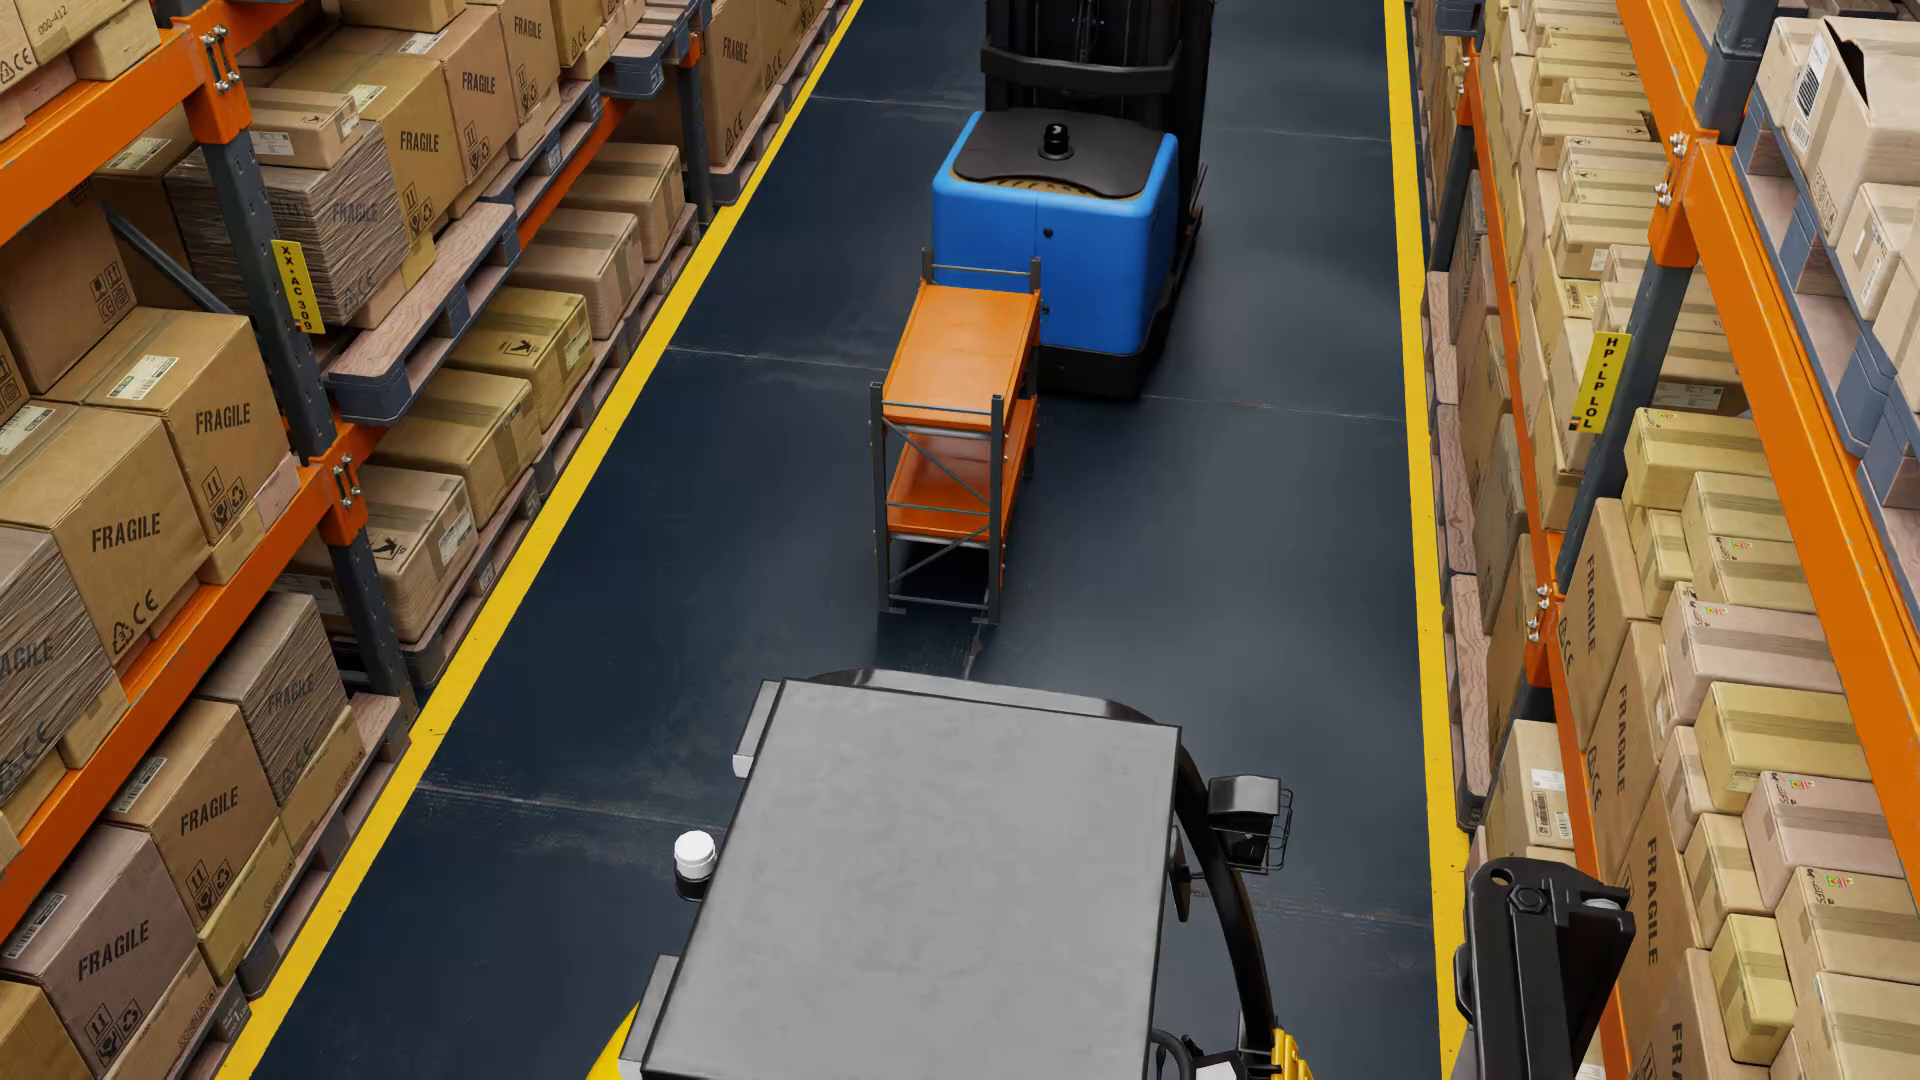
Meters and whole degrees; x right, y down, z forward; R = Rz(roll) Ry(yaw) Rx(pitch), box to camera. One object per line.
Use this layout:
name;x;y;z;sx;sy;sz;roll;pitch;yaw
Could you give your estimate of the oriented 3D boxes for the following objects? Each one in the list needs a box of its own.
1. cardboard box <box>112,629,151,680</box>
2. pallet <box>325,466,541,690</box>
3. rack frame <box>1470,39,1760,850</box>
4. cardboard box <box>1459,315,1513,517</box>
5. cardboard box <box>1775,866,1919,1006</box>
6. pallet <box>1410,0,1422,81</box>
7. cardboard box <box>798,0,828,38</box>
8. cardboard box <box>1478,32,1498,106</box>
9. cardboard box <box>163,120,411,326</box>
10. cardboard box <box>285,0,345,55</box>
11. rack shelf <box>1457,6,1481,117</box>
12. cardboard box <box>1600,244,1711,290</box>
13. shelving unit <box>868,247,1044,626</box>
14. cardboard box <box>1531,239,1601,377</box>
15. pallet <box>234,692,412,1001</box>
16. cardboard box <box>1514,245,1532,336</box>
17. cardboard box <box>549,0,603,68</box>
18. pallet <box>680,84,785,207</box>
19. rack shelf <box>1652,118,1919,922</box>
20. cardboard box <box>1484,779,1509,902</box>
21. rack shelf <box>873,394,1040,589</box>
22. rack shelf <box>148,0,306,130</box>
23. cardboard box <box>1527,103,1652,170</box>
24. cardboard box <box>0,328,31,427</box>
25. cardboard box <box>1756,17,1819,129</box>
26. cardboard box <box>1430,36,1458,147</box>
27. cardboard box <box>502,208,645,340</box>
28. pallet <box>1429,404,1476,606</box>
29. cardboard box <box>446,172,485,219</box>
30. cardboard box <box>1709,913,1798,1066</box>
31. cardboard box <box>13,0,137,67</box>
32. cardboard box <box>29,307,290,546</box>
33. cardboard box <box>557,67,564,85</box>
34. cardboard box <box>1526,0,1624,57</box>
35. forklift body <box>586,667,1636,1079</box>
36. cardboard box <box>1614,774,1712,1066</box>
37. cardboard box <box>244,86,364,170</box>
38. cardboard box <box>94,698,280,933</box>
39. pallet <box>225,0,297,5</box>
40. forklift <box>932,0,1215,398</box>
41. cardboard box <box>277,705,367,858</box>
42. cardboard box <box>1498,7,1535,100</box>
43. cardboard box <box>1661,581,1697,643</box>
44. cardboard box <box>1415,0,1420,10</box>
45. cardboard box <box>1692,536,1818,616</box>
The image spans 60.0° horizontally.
cardboard box;-2.564;0.294;4.738;0.380;0.149;0.250;6;40;7
pallet;-2.461;0.081;6.987;1.003;0.211;1.213;6;40;8
rack frame;2.296;0.040;4.848;1.000;3.000;0.127;6;40;8
cardboard box;2.645;-0.494;7.027;0.875;0.625;0.625;5;40;6
cardboard box;1.778;0.780;3.132;0.380;0.149;0.250;7;40;8
pallet;3.577;-3.392;11.187;1.003;0.211;1.213;6;40;8
cardboard box;-1.387;-3.903;10.955;0.875;0.875;0.875;7;40;9
cardboard box;2.670;-2.161;7.628;0.500;0.250;0.500;7;40;8
cardboard box;-2.230;-1.083;5.564;0.500;0.500;0.500;7;40;9
cardboard box;-2.560;-1.770;6.395;0.500;0.500;0.500;8;40;9
rack shelf;3.334;-3.449;9.632;1.077;0.370;4.000;6;40;8
cardboard box;2.257;-0.799;5.275;0.380;0.149;0.250;6;40;8
shelving unit;0.001;-0.438;6.897;0.538;1.125;1.048;6;40;8
cardboard box;2.211;-0.755;5.535;0.500;0.250;0.500;5;40;7
pallet;-2.675;0.995;5.881;1.003;0.211;1.213;6;40;8
cardboard box;2.323;-0.872;6.068;0.500;0.250;0.500;7;40;8
cardboard box;-1.871;-2.372;7.124;0.500;0.500;0.500;4;40;5
pallet;-1.691;-2.427;10.020;1.003;0.211;1.213;6;40;8
rack shelf;1.950;0.416;2.603;1.077;0.370;4.000;6;40;8
cardboard box;1.908;1.014;5.105;0.500;0.250;0.500;6;40;7
rack shelf;0.001;-0.249;7.053;0.538;0.278;1.000;6;40;8
rack shelf;-2.248;-2.639;6.299;1.077;0.370;4.000;6;40;8
cardboard box;2.298;-1.468;6.084;0.380;0.149;0.250;5;40;6
cardboard box;-2.993;-0.473;4.372;0.700;0.500;0.500;7;40;8
cardboard box;1.919;-0.972;3.506;0.380;0.149;0.250;7;40;9
cardboard box;3.034;-2.600;9.673;0.500;0.500;0.500;8;40;10
cardboard box;-2.129;-1.347;8.258;0.950;0.372;0.625;6;40;7
pallet;2.594;-0.120;7.230;1.003;0.211;1.213;6;40;8
cardboard box;-2.076;-1.381;6.434;0.380;0.149;0.250;7;40;8
cardboard box;1.694;0.890;3.231;0.380;0.149;0.250;6;40;7
cardboard box;-2.405;-1.410;4.132;0.500;0.250;0.500;6;40;7
cardboard box;-2.426;-0.352;5.010;0.500;0.500;0.500;5;40;7
cardboard box;-1.954;-2.034;7.224;0.380;0.149;0.250;7;40;8
cardboard box;2.546;-2.094;6.842;0.380;0.149;0.250;7;40;8
forklift body;0.135;1.486;3.765;2.313;2.155;1.214;6;40;8
cardboard box;1.801;0.898;3.732;0.500;0.500;0.500;6;40;7
cardboard box;-2.164;-1.326;5.350;0.380;0.149;0.250;6;40;7
cardboard box;-2.518;0.824;5.139;0.500;0.500;0.500;7;40;8
pallet;-2.382;-1.965;5.065;1.213;0.211;1.003;6;40;8
forklift;0.731;-2.756;8.284;1.130;2.935;3.031;10;41;11
cardboard box;-2.431;0.793;5.765;0.500;0.250;0.500;8;40;10
cardboard box;2.583;-2.040;7.089;0.500;0.250;0.500;8;40;9
cardboard box;1.921;0.252;4.004;0.380;0.149;0.250;6;40;8
cardboard box;3.375;-3.901;11.246;0.500;0.500;0.500;8;40;10
cardboard box;1.957;0.139;3.907;0.380;0.149;0.250;6;40;7
